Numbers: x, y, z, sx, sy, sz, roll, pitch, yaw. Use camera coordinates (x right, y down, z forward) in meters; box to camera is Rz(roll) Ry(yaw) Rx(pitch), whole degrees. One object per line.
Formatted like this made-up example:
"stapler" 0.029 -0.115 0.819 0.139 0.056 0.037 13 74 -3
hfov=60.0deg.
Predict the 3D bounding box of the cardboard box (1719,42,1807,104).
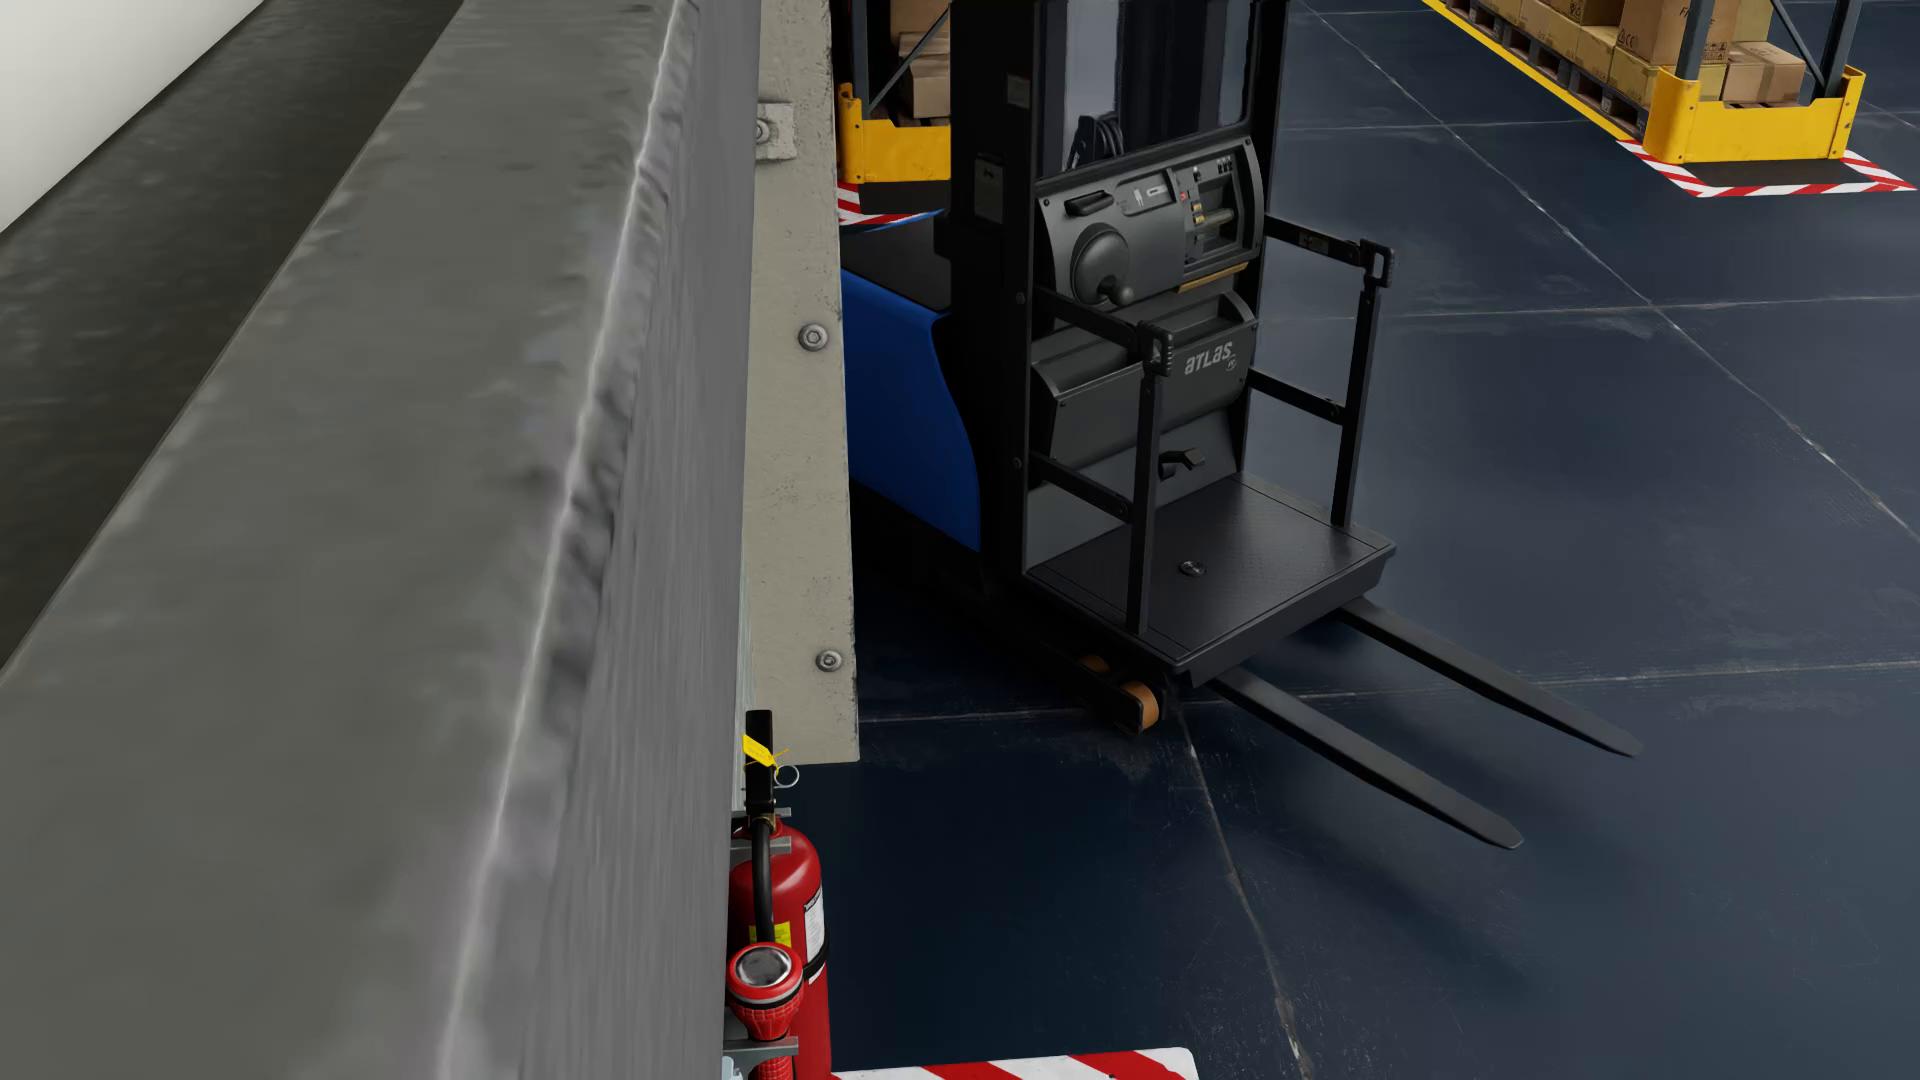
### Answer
"cardboard box" 4.988 -2.973 10.575 0.500 0.250 0.500 -3 31 -5

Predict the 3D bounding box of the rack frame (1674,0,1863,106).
"rack frame" 4.817 -3.689 9.501 1.000 3.000 0.127 -3 31 -5

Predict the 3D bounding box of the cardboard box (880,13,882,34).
"cardboard box" -0.359 -3.640 11.769 0.380 0.149 0.250 -5 31 -9

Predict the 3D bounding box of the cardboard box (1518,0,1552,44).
"cardboard box" 4.320 -3.714 11.814 0.500 0.250 0.500 -3 31 -5

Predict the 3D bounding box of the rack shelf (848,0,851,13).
"rack shelf" -0.302 -4.162 10.995 1.077 0.370 4.000 -3 31 -5

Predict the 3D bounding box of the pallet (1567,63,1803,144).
"pallet" 4.704 -2.881 10.866 1.003 0.211 1.213 -3 31 -5

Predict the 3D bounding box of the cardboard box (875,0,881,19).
"cardboard box" -0.352 -4.080 12.164 0.500 0.500 0.500 -5 31 -8

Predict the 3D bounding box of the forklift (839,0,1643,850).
"forklift" 0.740 -0.942 4.969 1.130 2.935 3.031 -24 38 -34

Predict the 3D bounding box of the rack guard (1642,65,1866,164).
"rack guard" 4.819 -2.604 10.122 1.175 0.500 0.348 -3 31 -5

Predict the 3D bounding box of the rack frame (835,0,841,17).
"rack frame" -0.489 -5.492 12.520 1.000 3.000 0.127 -3 31 -5

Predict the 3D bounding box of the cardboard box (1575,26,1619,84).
"cardboard box" 4.414 -3.203 10.960 0.500 0.250 0.500 -3 31 -5

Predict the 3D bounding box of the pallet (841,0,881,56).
"pallet" -0.391 -3.954 12.663 1.003 0.211 1.213 -3 31 -5

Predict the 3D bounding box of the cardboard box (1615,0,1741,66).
"cardboard box" 4.470 -3.270 10.341 0.500 0.500 0.500 -3 31 -5

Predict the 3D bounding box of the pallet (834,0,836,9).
"pallet" -0.563 -4.692 13.900 1.003 0.211 1.213 -3 31 -5

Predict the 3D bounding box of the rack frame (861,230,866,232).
"rack frame" -0.430 -0.660 6.331 0.200 1.050 0.008 -18 35 -27

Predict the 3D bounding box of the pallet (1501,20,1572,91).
"pallet" 4.593 -3.502 11.907 1.003 0.211 1.213 -3 31 -5

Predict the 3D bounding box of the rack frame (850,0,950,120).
"rack frame" -0.115 -3.450 9.101 1.000 3.000 0.127 -3 31 -5

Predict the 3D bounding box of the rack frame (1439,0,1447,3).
"rack frame" 4.443 -5.731 12.920 1.000 3.000 0.127 -3 31 -5

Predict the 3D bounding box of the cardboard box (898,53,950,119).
"cardboard box" -0.090 -2.842 10.276 0.500 0.311 0.500 -6 31 -10

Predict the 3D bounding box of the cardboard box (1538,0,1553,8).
"cardboard box" 4.317 -4.036 11.622 0.500 0.500 0.500 -3 31 -5

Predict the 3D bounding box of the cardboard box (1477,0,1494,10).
"cardboard box" 4.226 -4.224 12.669 0.500 0.250 0.500 -3 31 -5

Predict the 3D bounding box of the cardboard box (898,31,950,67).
"cardboard box" -0.143 -3.133 10.763 0.500 0.311 0.500 0 31 0

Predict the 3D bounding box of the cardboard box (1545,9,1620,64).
"cardboard box" 4.365 -3.459 11.387 0.500 0.250 0.500 -3 31 -5

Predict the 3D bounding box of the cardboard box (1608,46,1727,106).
"cardboard box" 4.473 -2.949 10.533 0.500 0.250 0.500 -3 31 -5

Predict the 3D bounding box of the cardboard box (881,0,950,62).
"cardboard box" -0.162 -3.591 11.346 0.700 0.500 0.500 -5 31 -8

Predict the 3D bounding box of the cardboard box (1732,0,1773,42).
"cardboard box" 4.940 -3.551 10.810 0.500 0.500 0.500 -3 31 -5

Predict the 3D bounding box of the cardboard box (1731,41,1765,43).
"cardboard box" 4.938 -3.229 11.002 0.500 0.250 0.500 -3 31 -5

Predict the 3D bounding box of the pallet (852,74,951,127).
"pallet" -0.163 -2.708 10.578 1.003 0.211 1.213 -3 31 -5

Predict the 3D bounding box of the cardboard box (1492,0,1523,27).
"cardboard box" 4.268 -3.969 12.241 0.500 0.250 0.500 -3 31 -5

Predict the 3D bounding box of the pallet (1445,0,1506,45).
"pallet" 4.476 -4.126 12.952 1.003 0.211 1.213 -3 31 -5

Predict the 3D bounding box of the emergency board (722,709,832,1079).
"emergency board" -0.288 0.561 2.386 0.194 1.169 0.643 -3 31 -5

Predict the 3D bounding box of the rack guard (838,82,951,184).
"rack guard" -0.122 -2.416 9.807 1.175 0.500 0.348 -3 31 -5

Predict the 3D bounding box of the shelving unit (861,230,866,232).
"shelving unit" -0.495 -0.713 6.420 0.215 1.050 0.252 -18 35 -27

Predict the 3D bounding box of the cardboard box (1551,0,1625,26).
"cardboard box" 4.362 -3.780 11.194 0.500 0.500 0.500 -3 31 -5

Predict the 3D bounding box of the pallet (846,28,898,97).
"pallet" -0.274 -3.329 11.618 1.003 0.211 1.213 -3 31 -5

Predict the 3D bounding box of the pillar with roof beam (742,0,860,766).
"pillar with roof beam" 3.805 -3.484 3.308 9.100 9.000 0.400 -3 31 -5
